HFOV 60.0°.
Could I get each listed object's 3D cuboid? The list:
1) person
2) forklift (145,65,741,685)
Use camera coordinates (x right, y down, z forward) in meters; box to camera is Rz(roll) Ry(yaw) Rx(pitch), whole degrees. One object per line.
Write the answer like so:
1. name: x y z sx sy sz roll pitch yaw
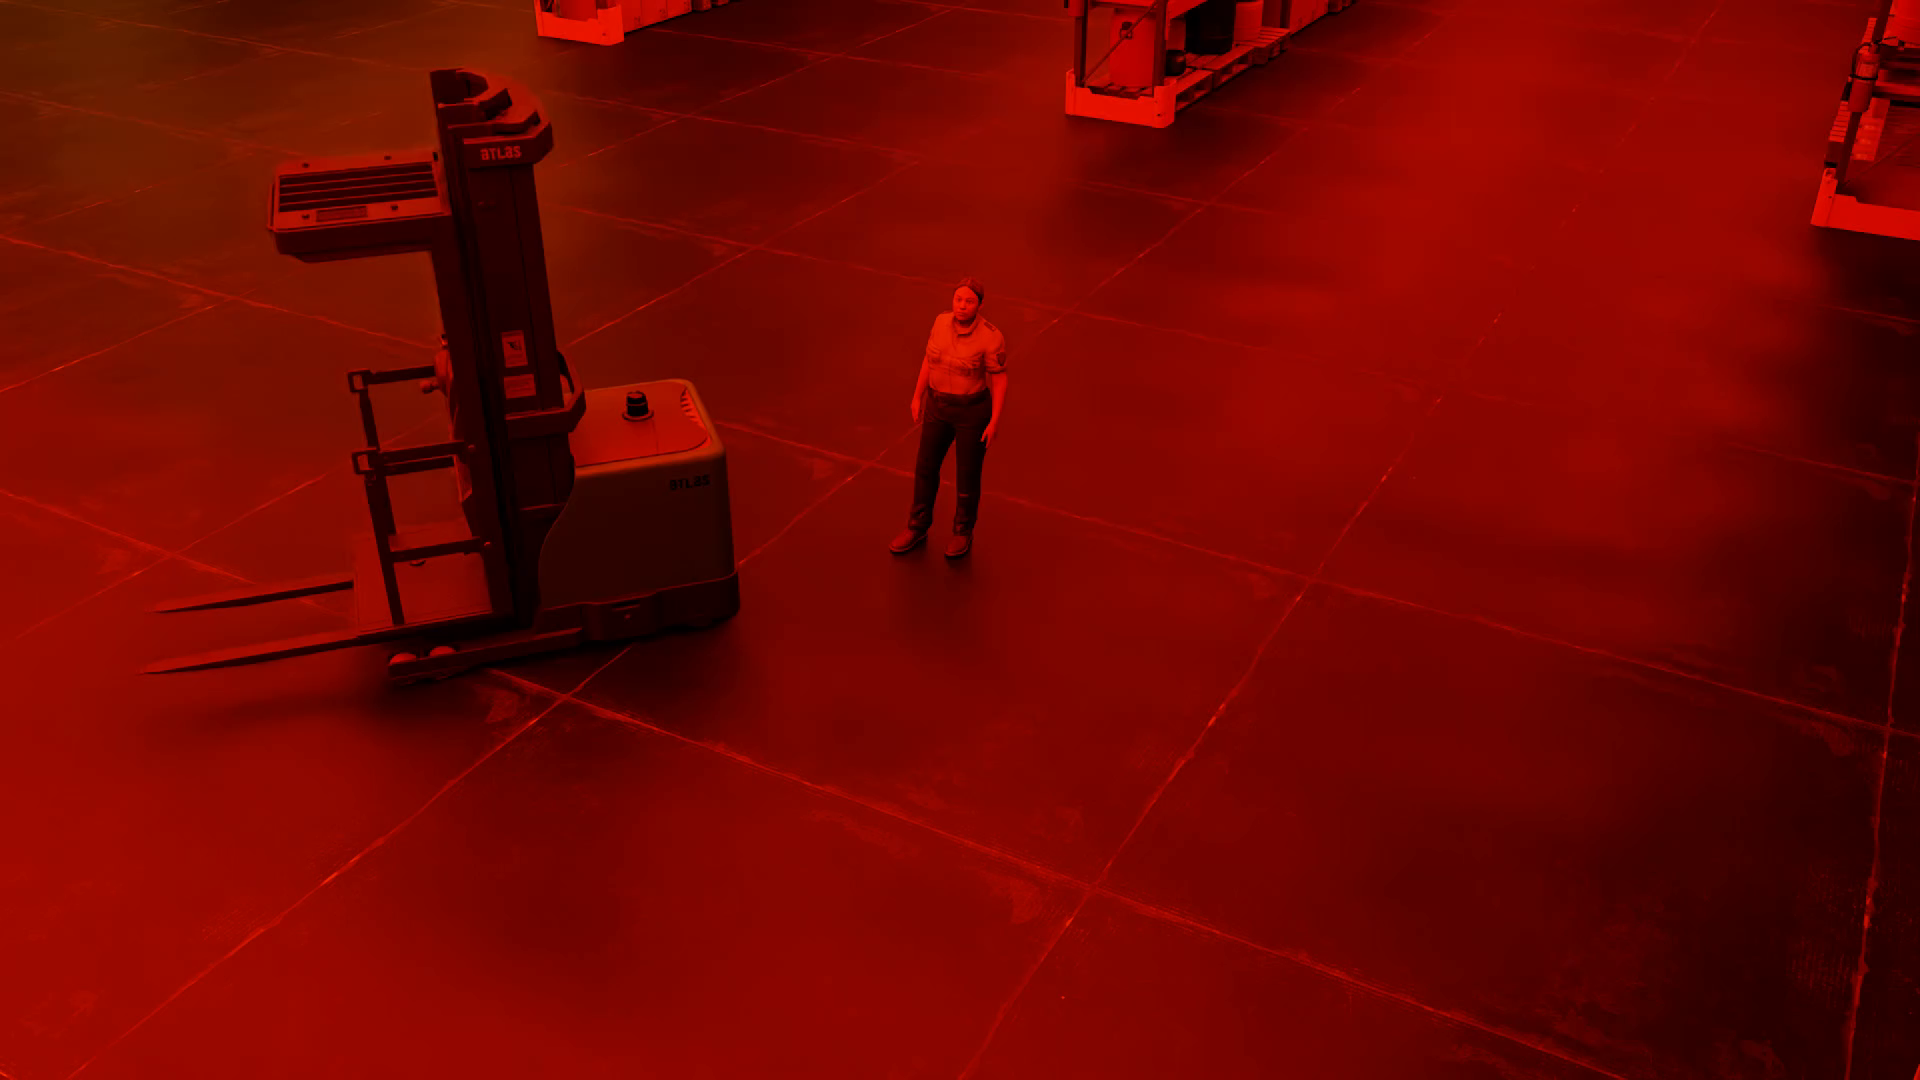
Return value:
1. person: -0.064 -0.685 9.529 0.598 1.651 0.502 15 33 25
2. forklift: -2.792 -0.808 8.470 3.031 2.935 1.130 -10 31 -16
